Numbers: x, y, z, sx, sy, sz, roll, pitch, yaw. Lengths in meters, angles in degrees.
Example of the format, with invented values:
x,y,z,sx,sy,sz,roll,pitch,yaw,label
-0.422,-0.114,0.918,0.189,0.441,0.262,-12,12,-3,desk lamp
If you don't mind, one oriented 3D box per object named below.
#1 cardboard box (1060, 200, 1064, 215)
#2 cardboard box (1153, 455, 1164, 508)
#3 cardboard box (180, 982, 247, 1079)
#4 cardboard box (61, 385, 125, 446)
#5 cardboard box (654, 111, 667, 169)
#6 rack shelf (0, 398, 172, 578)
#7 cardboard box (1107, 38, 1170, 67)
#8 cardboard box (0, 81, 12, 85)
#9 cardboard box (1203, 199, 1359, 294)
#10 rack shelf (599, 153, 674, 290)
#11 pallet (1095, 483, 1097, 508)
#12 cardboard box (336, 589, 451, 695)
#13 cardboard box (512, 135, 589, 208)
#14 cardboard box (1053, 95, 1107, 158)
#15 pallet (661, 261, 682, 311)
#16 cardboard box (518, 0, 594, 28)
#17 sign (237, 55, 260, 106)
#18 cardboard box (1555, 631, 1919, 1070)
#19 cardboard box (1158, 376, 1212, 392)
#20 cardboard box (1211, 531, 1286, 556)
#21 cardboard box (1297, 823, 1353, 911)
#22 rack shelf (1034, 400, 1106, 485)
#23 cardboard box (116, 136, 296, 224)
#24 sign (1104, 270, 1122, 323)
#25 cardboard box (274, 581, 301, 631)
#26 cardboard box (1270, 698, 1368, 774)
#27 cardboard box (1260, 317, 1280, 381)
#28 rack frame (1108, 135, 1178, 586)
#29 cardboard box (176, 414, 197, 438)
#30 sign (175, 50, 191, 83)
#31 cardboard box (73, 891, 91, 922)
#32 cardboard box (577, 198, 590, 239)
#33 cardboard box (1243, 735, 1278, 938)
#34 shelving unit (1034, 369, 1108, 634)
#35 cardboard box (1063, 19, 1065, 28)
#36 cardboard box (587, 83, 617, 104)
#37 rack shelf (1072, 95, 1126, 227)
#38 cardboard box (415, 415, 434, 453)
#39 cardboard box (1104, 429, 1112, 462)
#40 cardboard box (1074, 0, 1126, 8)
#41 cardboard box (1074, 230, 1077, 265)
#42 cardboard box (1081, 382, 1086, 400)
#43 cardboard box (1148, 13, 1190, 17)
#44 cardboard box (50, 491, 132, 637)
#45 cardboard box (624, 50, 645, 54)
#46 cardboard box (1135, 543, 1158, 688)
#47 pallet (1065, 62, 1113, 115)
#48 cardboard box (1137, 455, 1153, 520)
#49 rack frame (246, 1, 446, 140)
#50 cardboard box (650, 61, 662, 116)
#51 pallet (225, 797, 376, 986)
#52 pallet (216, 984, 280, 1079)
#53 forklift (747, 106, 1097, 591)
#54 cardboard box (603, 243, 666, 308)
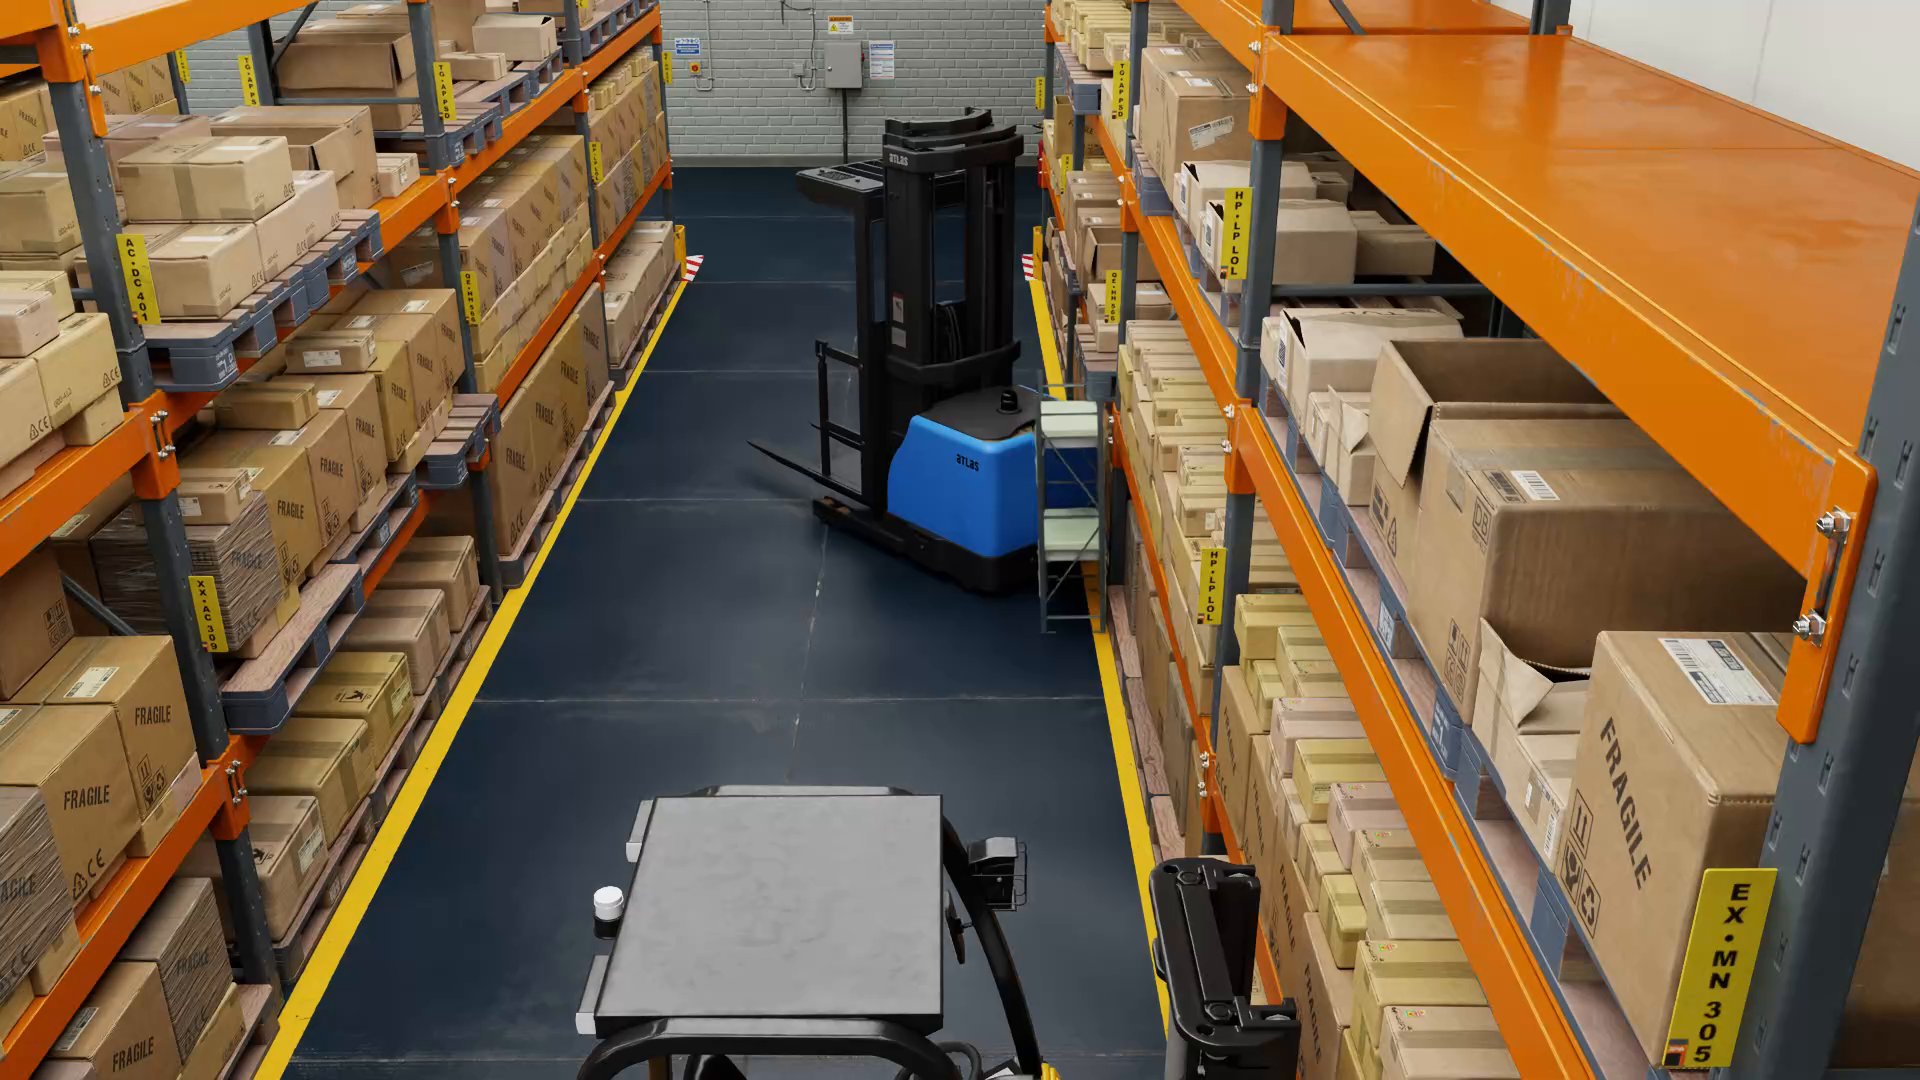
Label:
x,y,z,sx,sy,sz,roll,pitch,yaw,label
1.113,-3.076,15.215,0.380,0.149,0.250,-1,24,-1,cardboard box
1.254,-0.327,8.409,0.500,0.250,0.500,0,24,0,cardboard box
-3.174,1.992,6.533,0.500,0.250,0.500,1,24,2,cardboard box
-3.140,-0.436,5.738,0.380,0.149,0.250,0,24,0,cardboard box
-3.310,-4.105,17.065,0.500,0.500,0.500,0,24,0,cardboard box
-3.427,0.473,4.297,1.077,0.370,4.000,0,24,-1,rack shelf
1.162,-3.171,10.818,0.380,0.149,0.250,-1,24,-2,cardboard box
-8.763,-3.798,14.811,0.500,0.500,0.500,0,24,1,cardboard box
1.263,-1.196,6.592,0.500,0.311,0.500,-1,24,-2,cardboard box
-3.558,-3.105,15.848,1.077,0.370,4.000,0,24,-1,rack shelf
1.490,-0.523,12.650,1.003,0.211,1.213,0,24,-1,pallet
-3.480,0.583,9.501,0.950,0.372,0.625,-1,24,-2,cardboard box
-3.280,-2.927,13.246,0.500,0.500,0.500,1,24,1,cardboard box
1.136,-3.883,15.607,0.500,0.500,0.500,0,24,1,cardboard box
-3.493,-2.657,17.369,1.003,0.211,1.213,0,24,-1,pallet
-3.332,-4.501,13.670,0.500,0.500,0.500,0,24,0,cardboard box
-4.047,-2.600,9.494,0.100,0.325,0.005,0,24,-1,sign
1.310,0.482,2.652,0.500,0.500,0.500,1,24,1,cardboard box
1.261,-0.766,8.895,0.380,0.149,0.250,0,24,0,cardboard box
1.268,0.077,7.031,0.380,0.149,0.250,-1,24,-1,cardboard box
1.240,0.983,5.028,0.380,0.149,0.250,-1,24,-2,cardboard box
0.681,-0.622,10.286,0.431,0.370,0.720,-1,19,4,rack shelf
-3.070,-1.477,6.803,0.500,0.250,0.500,-1,24,-2,cardboard box
0.928,-1.469,10.050,0.100,0.325,0.005,0,24,-1,sign
-3.133,0.279,7.288,0.380,0.149,0.250,0,24,1,cardboard box
1.226,0.639,5.427,0.380,0.149,0.250,0,24,1,cardboard box
1.216,-0.639,5.556,0.380,0.149,0.250,0,24,1,cardboard box
1.471,-0.984,10.286,1.000,3.000,0.127,0,24,-1,rack frame
-3.727,-0.566,7.583,0.380,0.149,0.250,-1,24,-3,cardboard box
-7.973,-4.859,17.064,0.100,0.325,0.005,0,24,-1,sign
-3.217,1.247,5.658,0.380,0.149,0.250,-1,24,-1,cardboard box
-3.288,-2.587,13.406,0.500,0.250,0.500,0,24,-1,cardboard box
1.281,1.017,5.740,0.500,0.500,0.500,0,24,0,cardboard box
0.697,-0.253,10.412,0.431,1.500,0.755,-1,19,4,shelving unit
1.155,-4.478,14.192,0.500,0.250,0.500,-1,24,-2,cardboard box
-3.259,-3.959,14.743,0.380,0.149,0.250,-1,24,-2,cardboard box
1.449,-2.847,11.638,1.077,0.370,4.000,0,24,-1,rack shelf
-3.136,-0.586,9.200,0.380,0.149,0.250,-1,24,-3,cardboard box
1.178,-0.647,11.277,0.380,0.149,0.250,-1,24,-3,cardboard box
1.066,-4.023,12.677,0.380,0.149,0.250,0,24,0,cardboard box
1.059,-2.188,12.602,0.396,0.266,0.258,1,24,2,cardboard box
1.224,-1.059,12.976,0.500,0.500,0.500,-1,24,-2,cardboard box
1.554,-3.709,11.985,0.380,0.149,0.250,-1,24,-2,cardboard box
-3.683,0.126,6.839,0.500,0.500,0.500,-1,24,-2,cardboard box
-3.349,-4.802,16.606,0.380,0.149,0.250,0,24,0,cardboard box
1.479,0.433,9.525,0.875,0.625,0.625,1,24,1,cardboard box
1.379,-3.217,11.811,1.213,0.211,1.003,0,24,-1,pallet
1.245,-0.312,8.983,0.500,0.250,0.500,-1,24,-2,cardboard box
-3.492,-3.694,8.997,1.000,3.000,0.127,0,24,-1,rack frame
-3.336,-4.560,16.859,0.500,0.500,0.500,1,24,1,cardboard box
-3.459,1.638,7.873,1.003,0.211,1.213,0,24,-1,pallet
-3.406,2.235,6.552,1.003,0.211,1.213,0,24,-1,pallet
-0.411,-1.529,11.574,1.130,2.935,3.031,-20,31,-37,forklift
-3.454,-2.632,16.529,0.875,0.438,0.875,0,24,1,cardboard box
